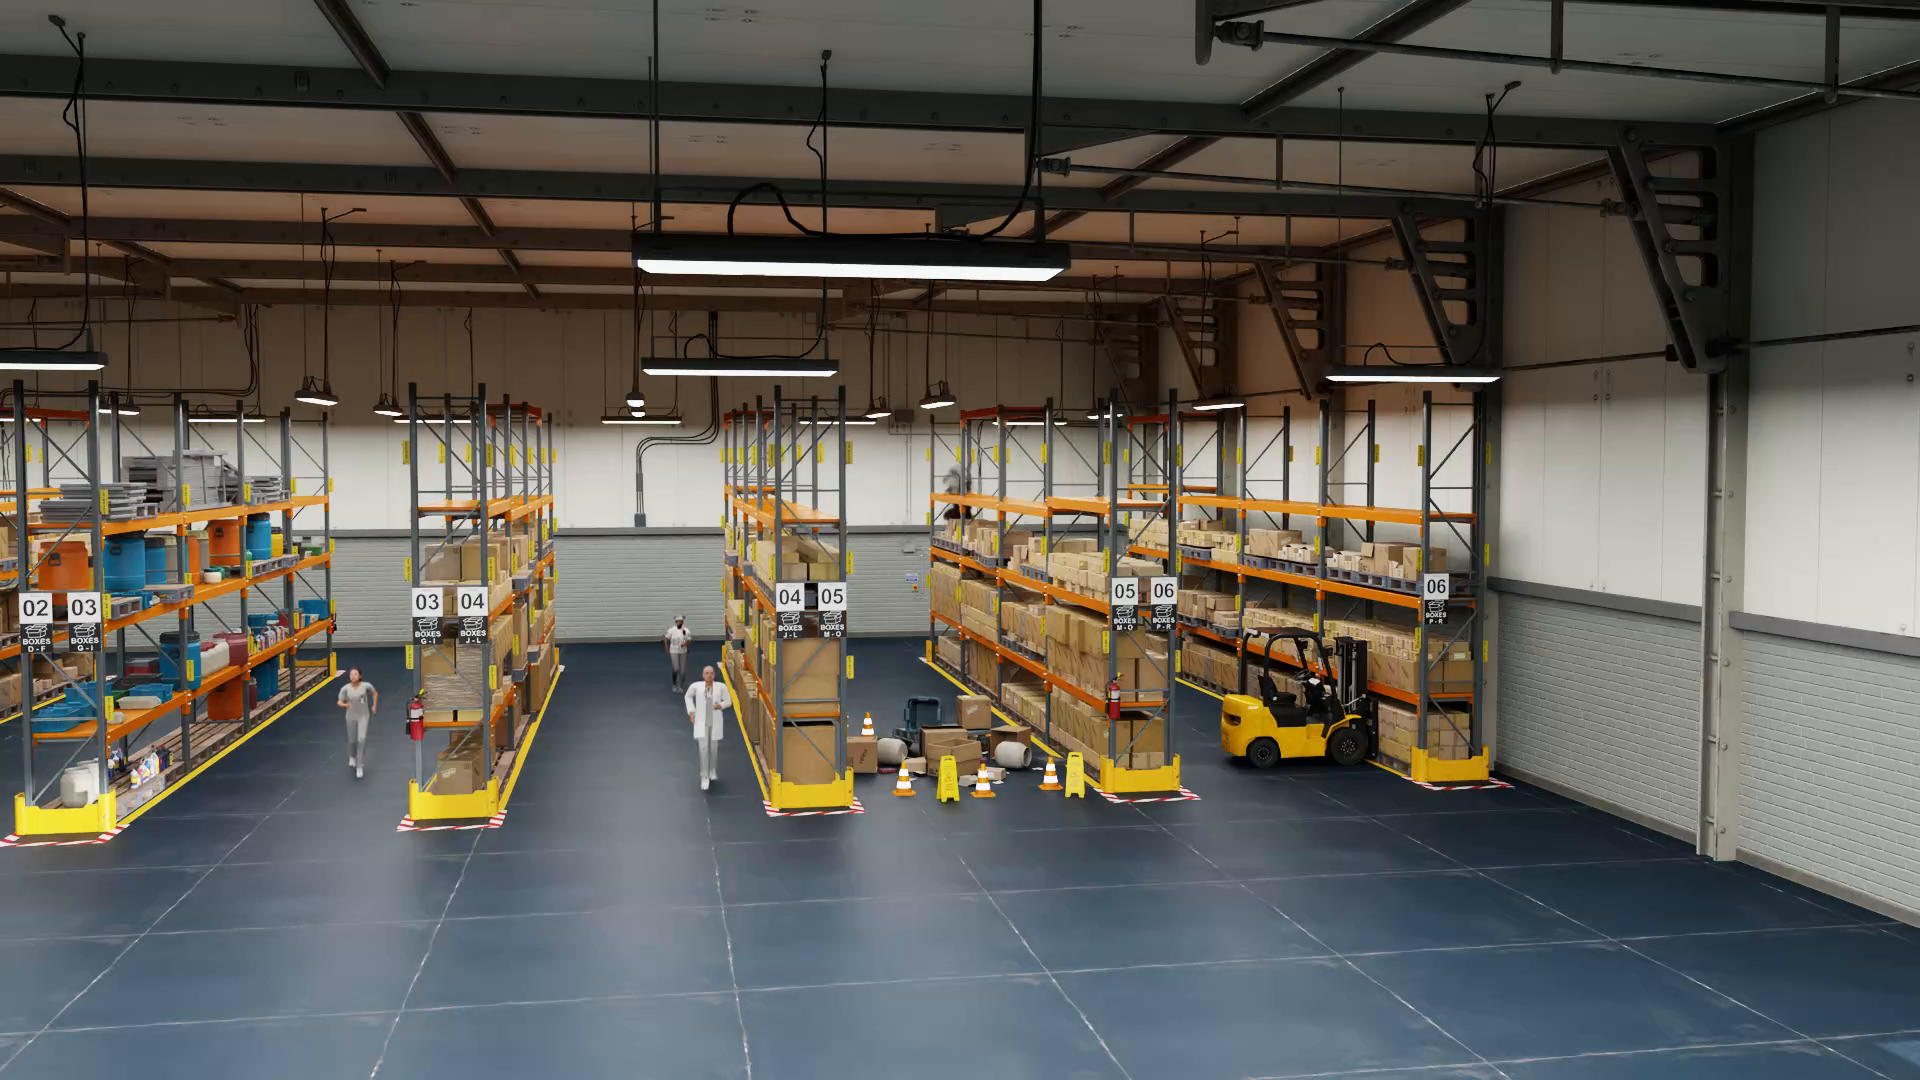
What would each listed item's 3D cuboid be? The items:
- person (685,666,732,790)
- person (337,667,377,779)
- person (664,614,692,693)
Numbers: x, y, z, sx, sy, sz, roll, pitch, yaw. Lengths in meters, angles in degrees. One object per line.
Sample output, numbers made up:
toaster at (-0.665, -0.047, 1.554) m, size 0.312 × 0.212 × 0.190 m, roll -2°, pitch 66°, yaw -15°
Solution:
person at (-3.818, 2.816, 25.297) m, size 0.697 × 1.815 × 0.889 m, roll -1°, pitch 3°, yaw -13°
person at (-9.487, 2.837, 26.206) m, size 0.575 × 1.695 × 0.955 m, roll -1°, pitch 3°, yaw -14°
person at (-5.904, 2.387, 34.899) m, size 0.554 × 1.670 × 0.640 m, roll -1°, pitch 3°, yaw -15°
